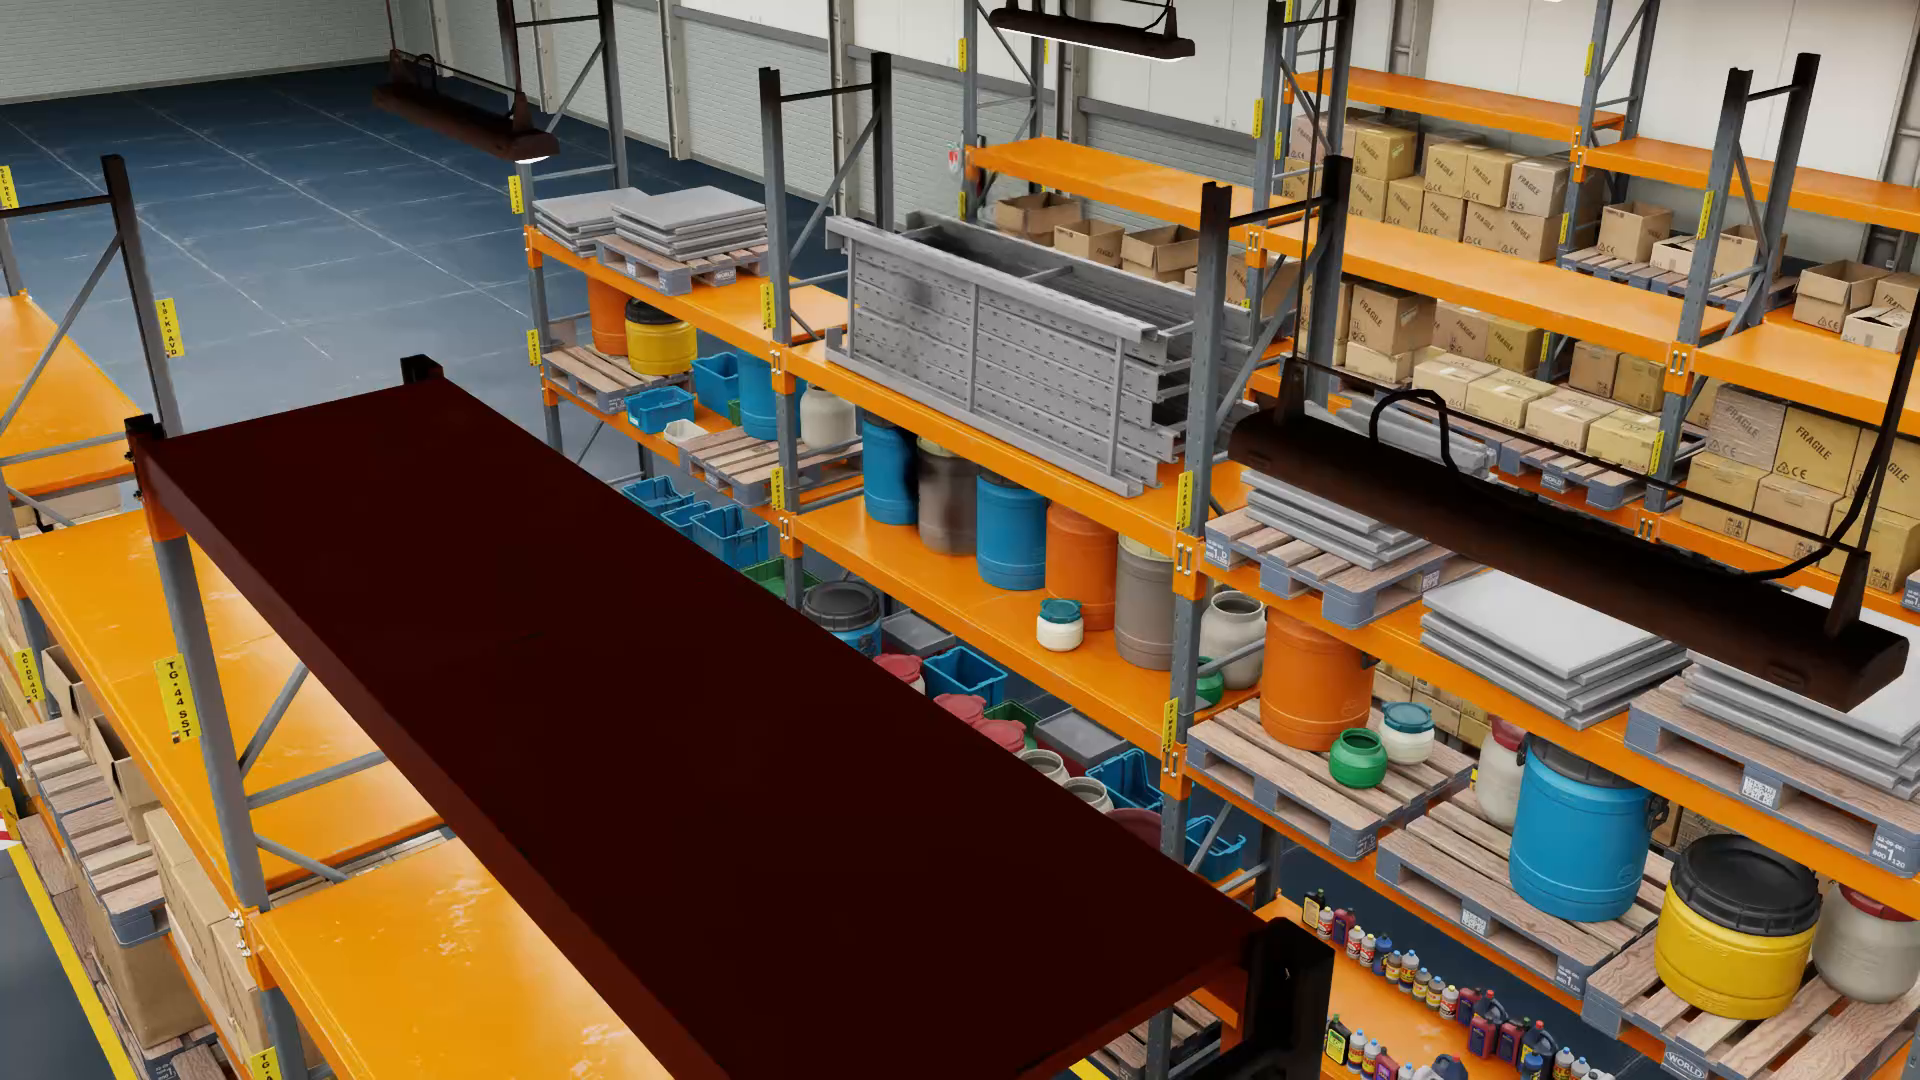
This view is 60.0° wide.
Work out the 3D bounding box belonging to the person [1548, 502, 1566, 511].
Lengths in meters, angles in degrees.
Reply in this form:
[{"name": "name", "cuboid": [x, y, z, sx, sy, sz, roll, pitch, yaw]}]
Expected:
[{"name": "person", "cuboid": [5.540, 0.358, 15.748, 0.533, 1.548, 0.567, -18, 31, -33]}]
